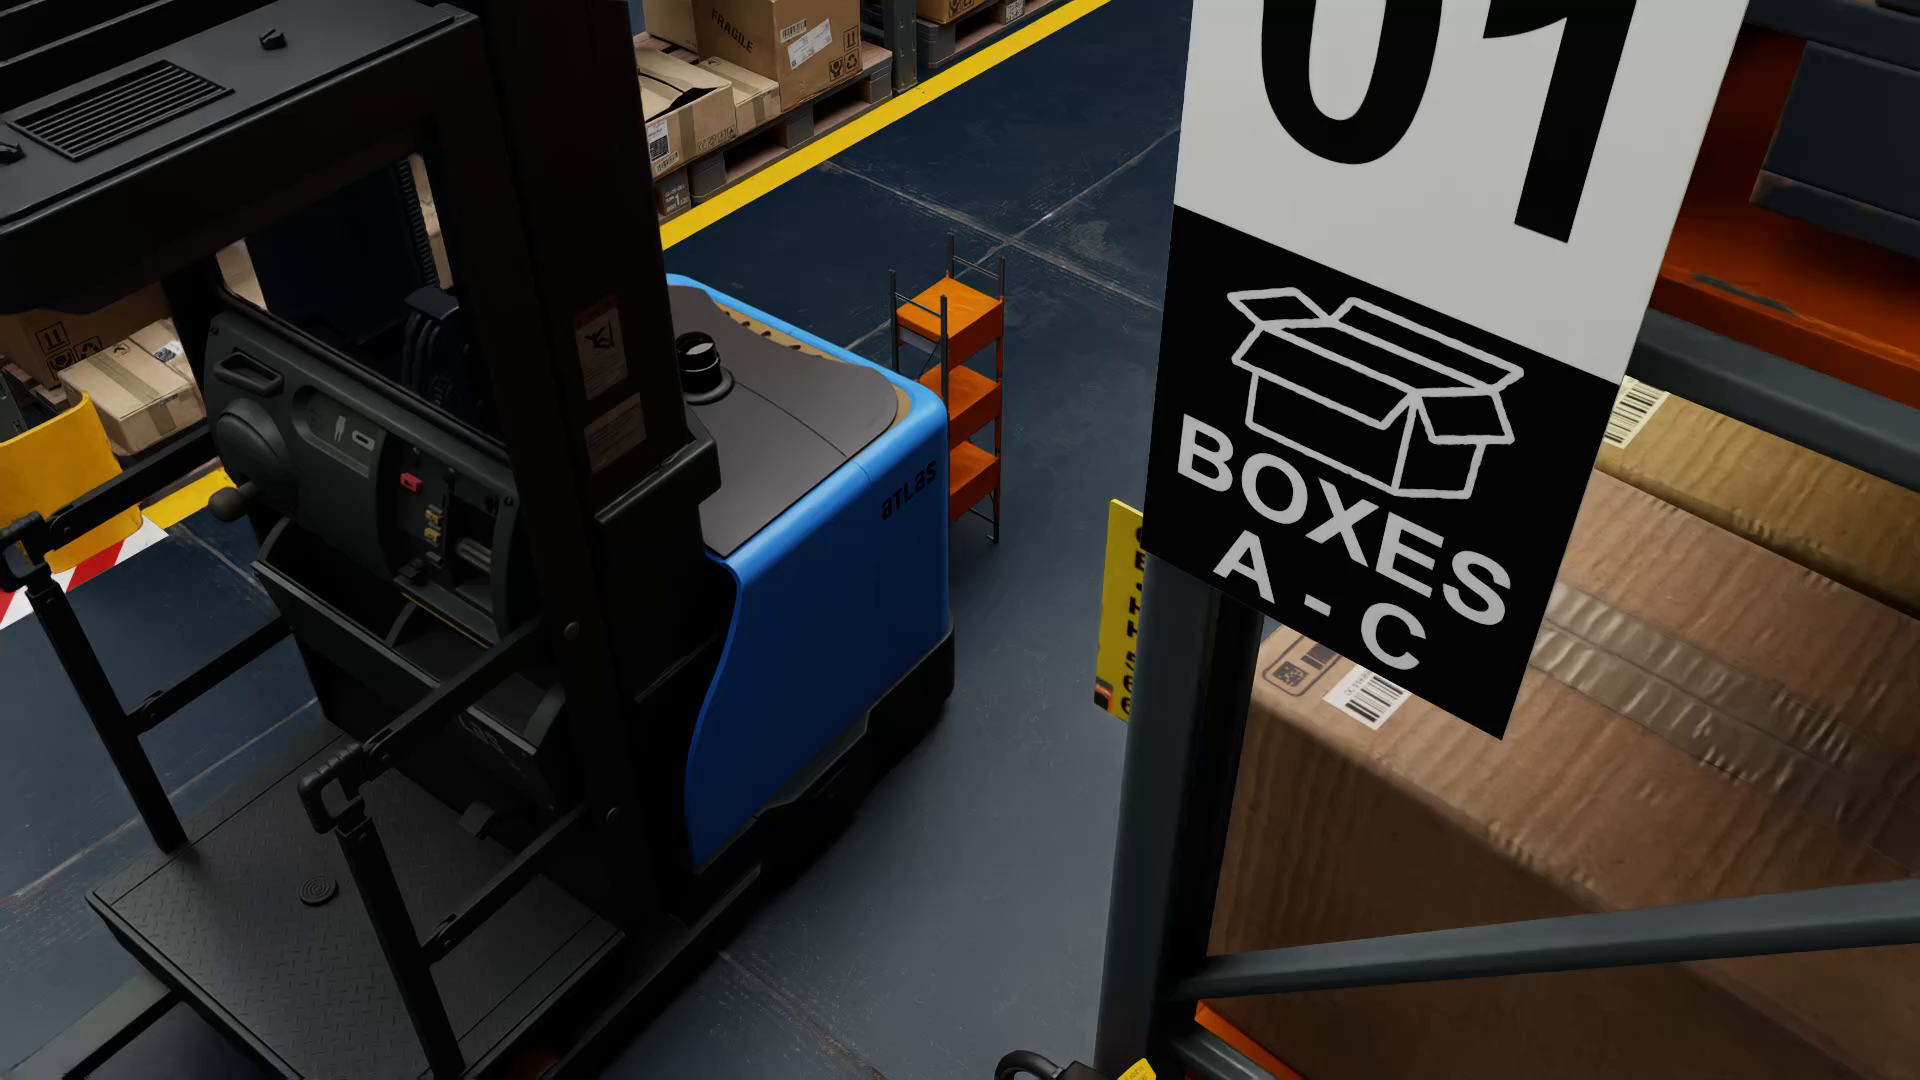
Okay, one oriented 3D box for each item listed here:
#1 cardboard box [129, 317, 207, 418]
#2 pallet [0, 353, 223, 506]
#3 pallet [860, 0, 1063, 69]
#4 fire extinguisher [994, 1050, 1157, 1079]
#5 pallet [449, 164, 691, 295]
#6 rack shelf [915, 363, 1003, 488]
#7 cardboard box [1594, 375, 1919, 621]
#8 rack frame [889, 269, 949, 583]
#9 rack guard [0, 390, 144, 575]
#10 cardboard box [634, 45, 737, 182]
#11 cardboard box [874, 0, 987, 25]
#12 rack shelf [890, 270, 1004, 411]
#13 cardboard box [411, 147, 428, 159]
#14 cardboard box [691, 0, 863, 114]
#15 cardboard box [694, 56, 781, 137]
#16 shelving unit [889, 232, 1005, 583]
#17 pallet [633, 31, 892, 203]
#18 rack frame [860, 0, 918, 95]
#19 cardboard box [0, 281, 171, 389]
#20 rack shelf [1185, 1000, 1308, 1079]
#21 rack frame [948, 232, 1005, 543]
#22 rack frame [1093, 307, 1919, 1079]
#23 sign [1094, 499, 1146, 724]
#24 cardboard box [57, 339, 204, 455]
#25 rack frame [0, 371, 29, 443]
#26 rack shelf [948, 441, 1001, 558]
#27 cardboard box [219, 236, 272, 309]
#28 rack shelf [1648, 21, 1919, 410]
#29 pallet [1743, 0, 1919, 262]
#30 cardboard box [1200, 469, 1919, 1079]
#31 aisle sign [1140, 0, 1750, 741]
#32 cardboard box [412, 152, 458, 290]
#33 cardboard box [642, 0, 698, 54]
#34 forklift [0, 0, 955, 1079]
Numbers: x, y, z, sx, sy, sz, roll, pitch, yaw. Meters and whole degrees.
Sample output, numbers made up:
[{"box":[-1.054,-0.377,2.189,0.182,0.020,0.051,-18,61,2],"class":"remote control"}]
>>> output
[{"box":[-2.493,-0.597,5.456,0.380,0.166,0.250,29,50,28],"class":"cardboard box"},{"box":[-2.625,-0.705,5.869,1.003,0.211,1.213,29,50,28],"class":"pallet"},{"box":[-0.117,-2.750,8.118,1.003,0.211,1.213,29,50,28],"class":"pallet"},{"box":[0.157,0.900,2.365,0.296,0.674,0.183,29,50,28],"class":"fire extinguisher"},{"box":[-1.840,-1.331,6.557,1.003,0.211,1.213,29,50,28],"class":"pallet"},{"box":[-0.034,-0.353,4.874,0.215,0.259,0.240,29,50,28],"class":"rack shelf"},{"box":[1.388,0.098,2.689,0.980,0.700,0.700,29,50,28],"class":"cardboard box"},{"box":[-0.113,-0.298,4.797,0.200,1.050,0.008,29,50,28],"class":"rack frame"},{"box":[-3.137,-0.401,5.320,1.175,0.500,0.348,29,50,28],"class":"rack guard"},{"box":[-1.244,-1.712,6.575,0.500,0.311,0.500,29,50,28],"class":"cardboard box"},{"box":[-0.114,-2.728,7.552,0.500,0.500,0.500,27,49,27],"class":"cardboard box"},{"box":[-0.034,-0.563,4.683,0.215,0.259,0.240,29,50,28],"class":"rack shelf"},{"box":[-1.817,-1.616,6.327,0.797,0.503,0.637,29,50,28],"class":"cardboard box"},{"box":[-0.762,-2.169,6.936,0.500,0.500,0.500,29,50,28],"class":"cardboard box"},{"box":[-0.957,-1.820,6.814,0.380,0.149,0.250,29,50,28],"class":"cardboard box"},{"box":[-0.034,-0.361,4.867,0.215,1.050,0.252,29,50,28],"class":"shelving unit"},{"box":[-1.055,-1.962,7.251,1.003,0.211,1.213,29,50,28],"class":"pallet"},{"box":[-0.612,-3.347,6.701,1.000,3.000,0.127,29,50,28],"class":"rack frame"},{"box":[-3.025,-0.912,5.554,0.500,0.500,0.500,29,50,28],"class":"cardboard box"},{"box":[1.895,0.092,3.454,1.077,0.370,4.000,29,50,28],"class":"rack shelf"},{"box":[0.044,-0.424,4.936,0.200,1.050,0.008,29,50,28],"class":"rack frame"},{"box":[0.605,0.854,2.081,0.949,2.616,0.053,29,50,28],"class":"rack frame"},{"box":[0.201,0.097,1.876,0.100,0.325,0.005,29,50,28],"class":"sign"},{"box":[-2.654,-0.462,5.320,0.380,0.149,0.250,29,50,28],"class":"cardboard box"},{"box":[-3.186,-1.287,4.436,1.000,3.000,0.127,29,50,28],"class":"rack frame"},{"box":[-0.034,-0.147,5.061,0.215,0.259,0.240,29,50,28],"class":"rack shelf"},{"box":[-2.297,-0.847,5.669,0.500,0.250,0.500,29,50,28],"class":"cardboard box"},{"box":[1.895,-1.018,2.445,1.077,0.370,4.000,29,50,28],"class":"rack shelf"},{"box":[1.077,-0.608,1.525,1.003,0.211,1.213,29,50,28],"class":"pallet"},{"box":[0.928,0.478,2.272,0.980,0.700,0.700,32,51,30],"class":"cardboard box"},{"box":[0.332,-0.199,1.307,0.394,0.787,0.004,29,50,28],"class":"aisle sign"},{"box":[-1.976,-1.105,5.952,0.500,0.250,0.500,29,50,28],"class":"cardboard box"},{"box":[-1.048,-2.392,7.323,0.500,0.311,0.500,29,50,28],"class":"cardboard box"},{"box":[-1.303,-0.043,3.119,1.130,2.935,3.031,27,49,26],"class":"forklift"}]
